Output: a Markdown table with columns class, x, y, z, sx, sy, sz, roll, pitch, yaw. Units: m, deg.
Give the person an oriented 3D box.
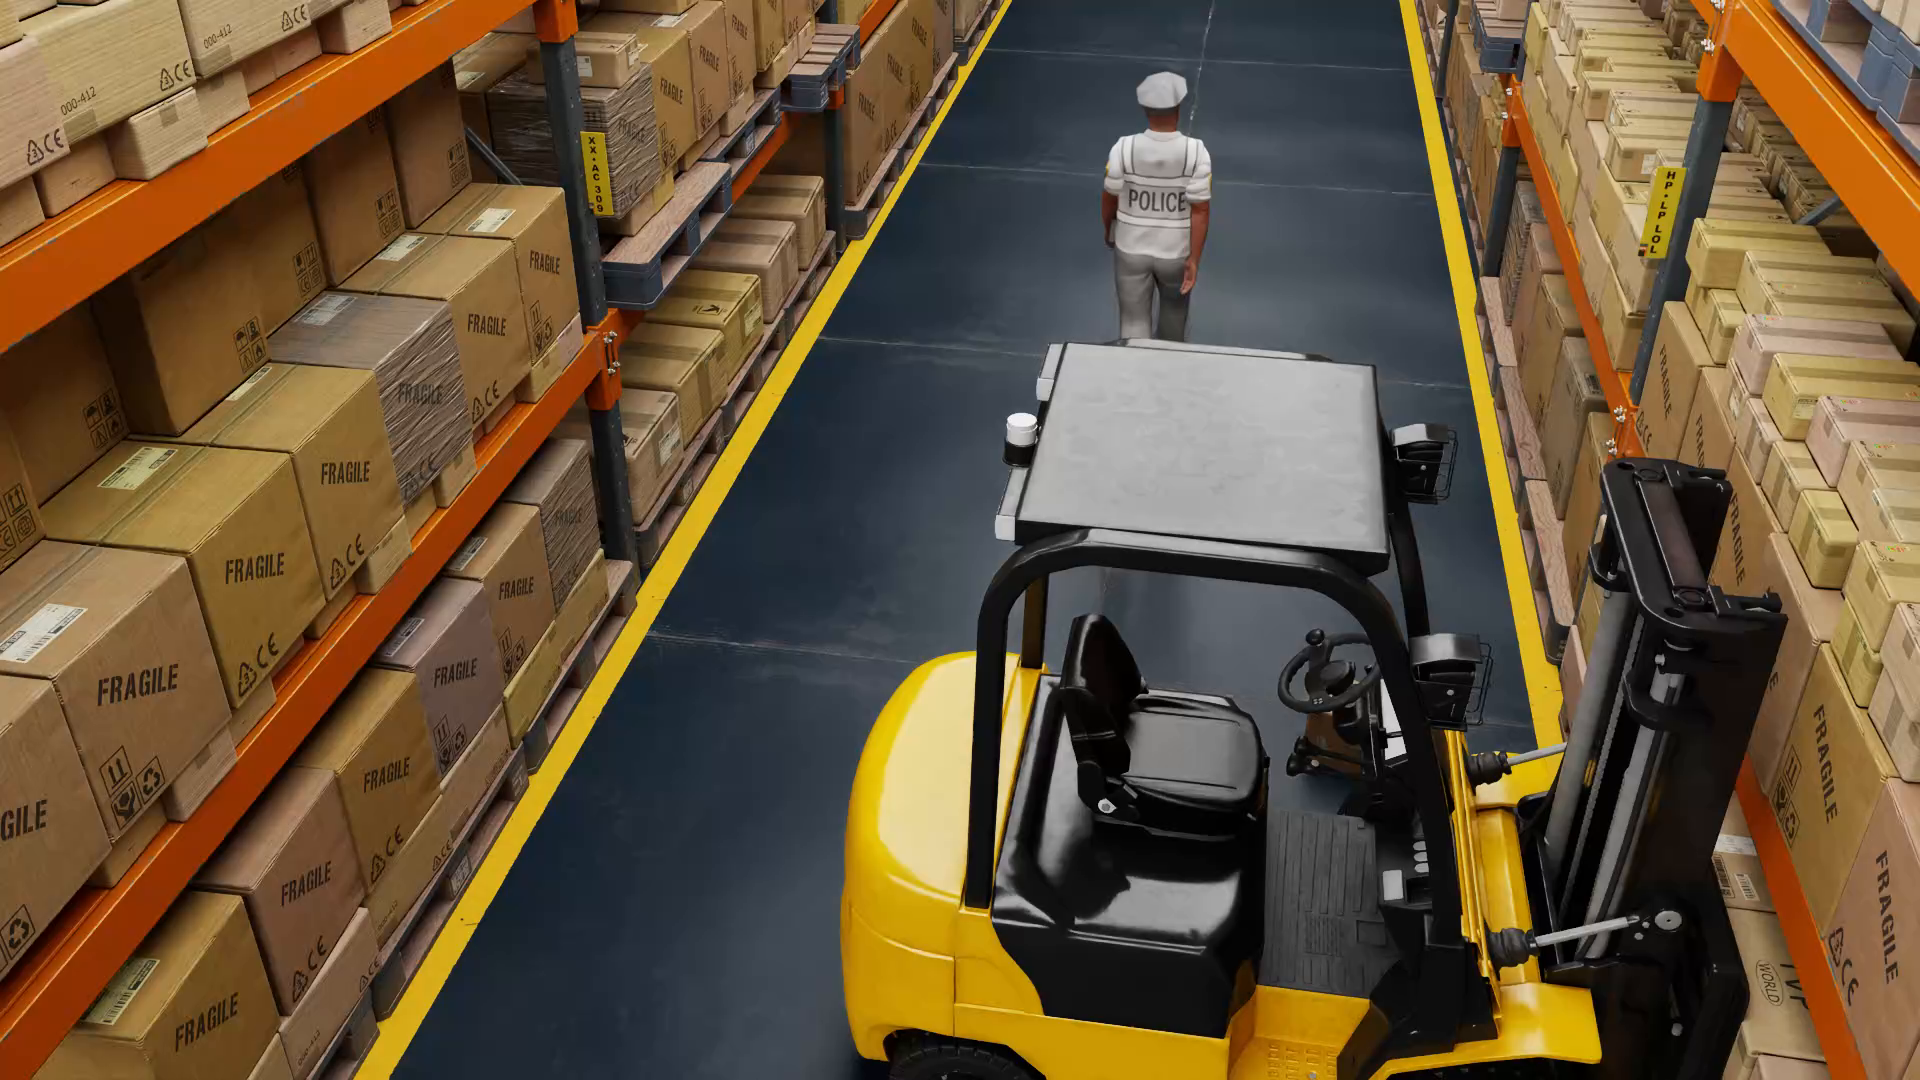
| class | x | y | z | sx | sy | sz | roll | pitch | yaw |
| --- | --- | --- | --- | --- | --- | --- | --- | --- | --- |
| person | 0.990 | -1.567 | 8.581 | 0.539 | 1.751 | 0.928 | 2 | 32 | 4 |
